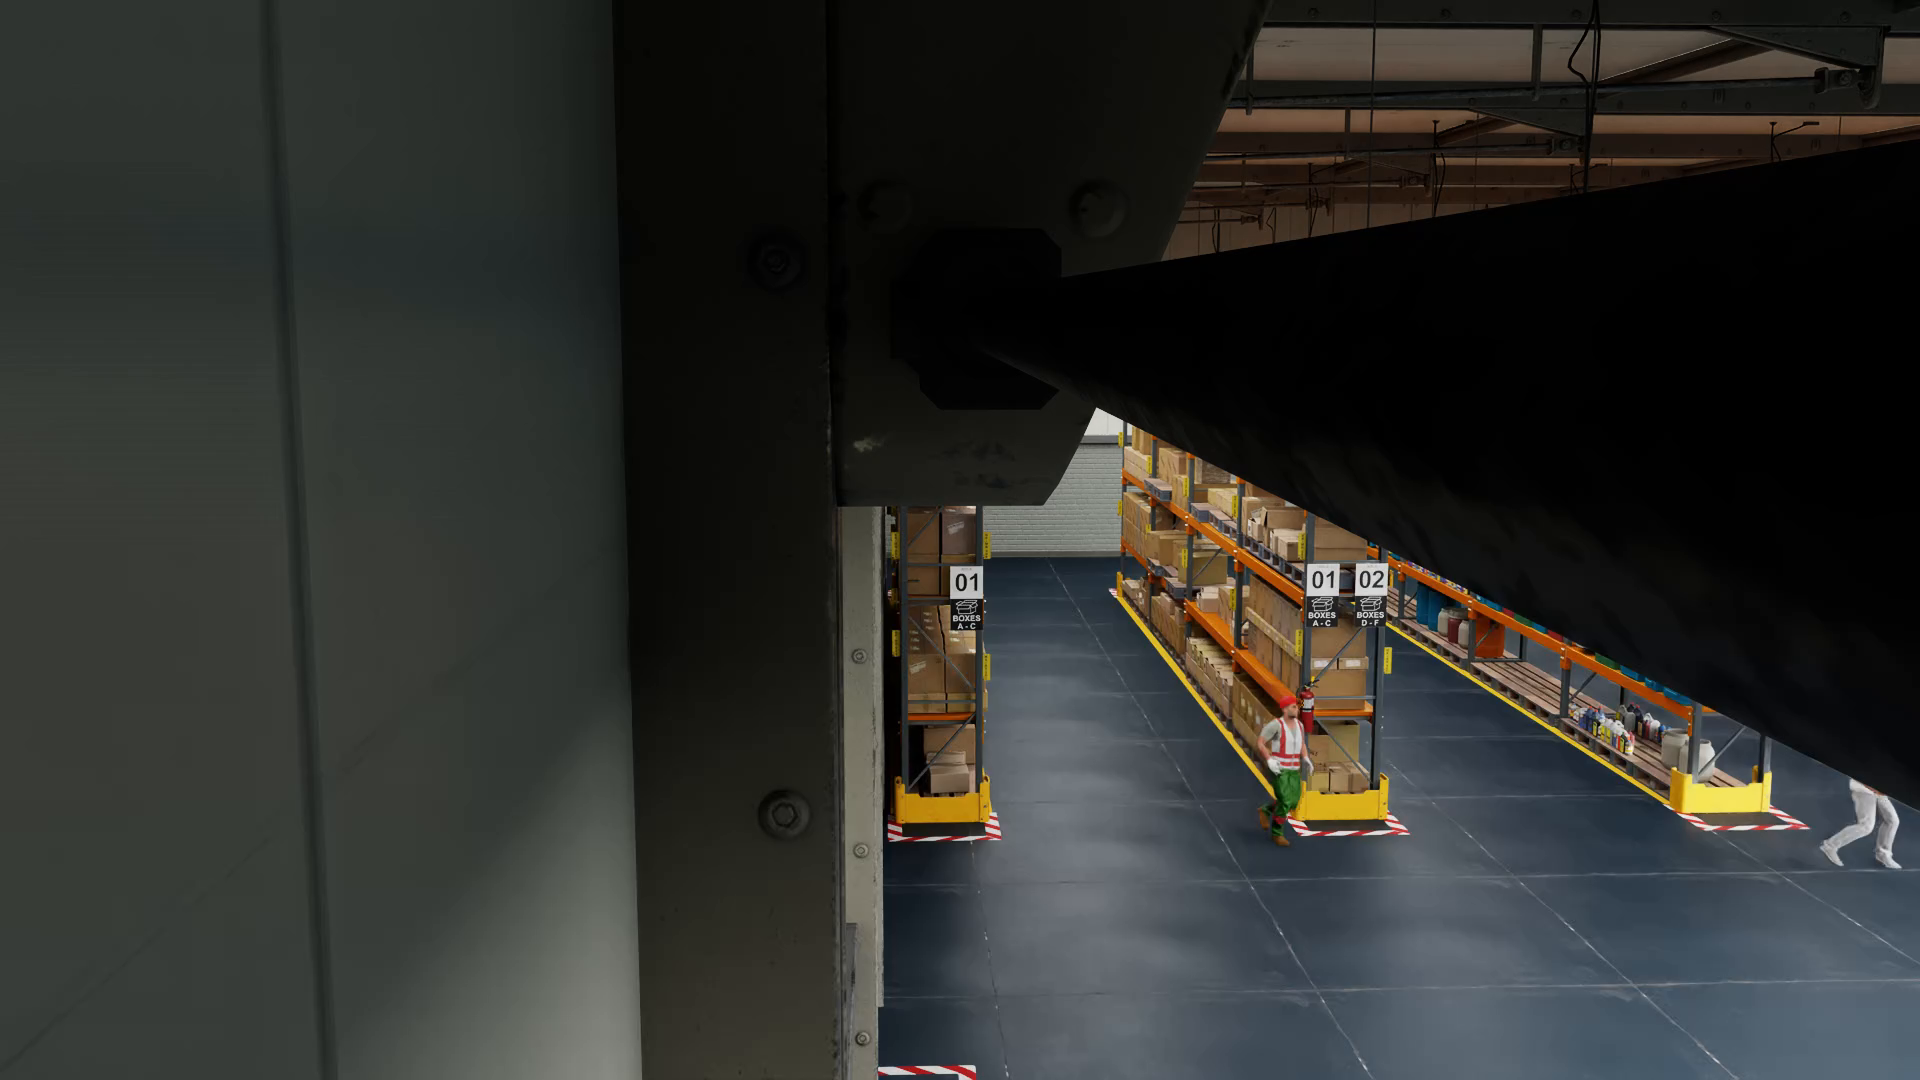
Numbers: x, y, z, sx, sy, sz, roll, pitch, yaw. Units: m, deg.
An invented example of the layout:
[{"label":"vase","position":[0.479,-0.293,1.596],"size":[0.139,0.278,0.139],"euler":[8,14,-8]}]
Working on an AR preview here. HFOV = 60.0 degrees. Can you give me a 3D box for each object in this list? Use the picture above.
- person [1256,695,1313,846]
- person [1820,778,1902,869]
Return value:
[{"label":"person","position":[3.836,2.709,19.801],"size":[0.716,1.741,0.595],"euler":[-5,10,-33]},{"label":"person","position":[10.263,2.862,18.803],"size":[0.744,1.761,0.915],"euler":[7,11,40]}]
